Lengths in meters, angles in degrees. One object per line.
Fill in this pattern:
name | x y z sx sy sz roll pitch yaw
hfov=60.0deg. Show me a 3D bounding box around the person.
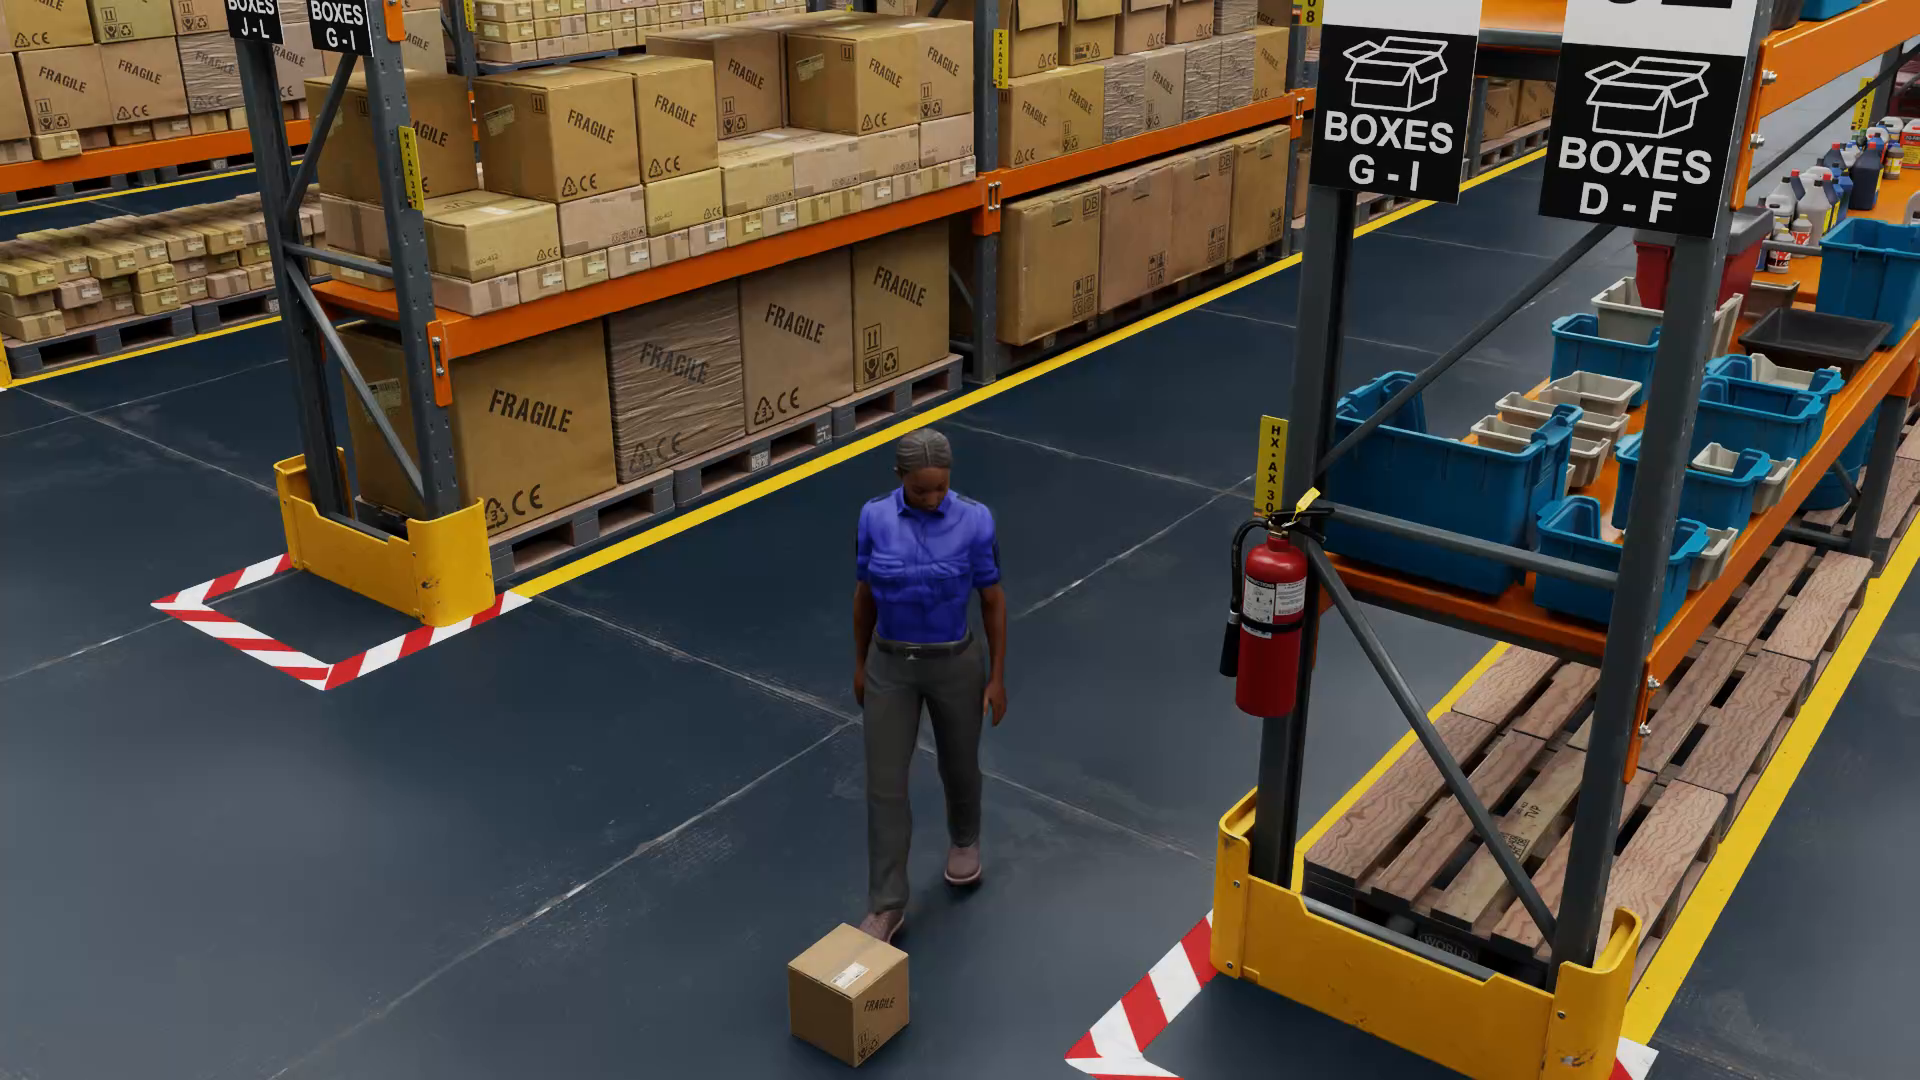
person | -0.107 0.443 5.092 0.495 1.614 0.744 3 24 6
